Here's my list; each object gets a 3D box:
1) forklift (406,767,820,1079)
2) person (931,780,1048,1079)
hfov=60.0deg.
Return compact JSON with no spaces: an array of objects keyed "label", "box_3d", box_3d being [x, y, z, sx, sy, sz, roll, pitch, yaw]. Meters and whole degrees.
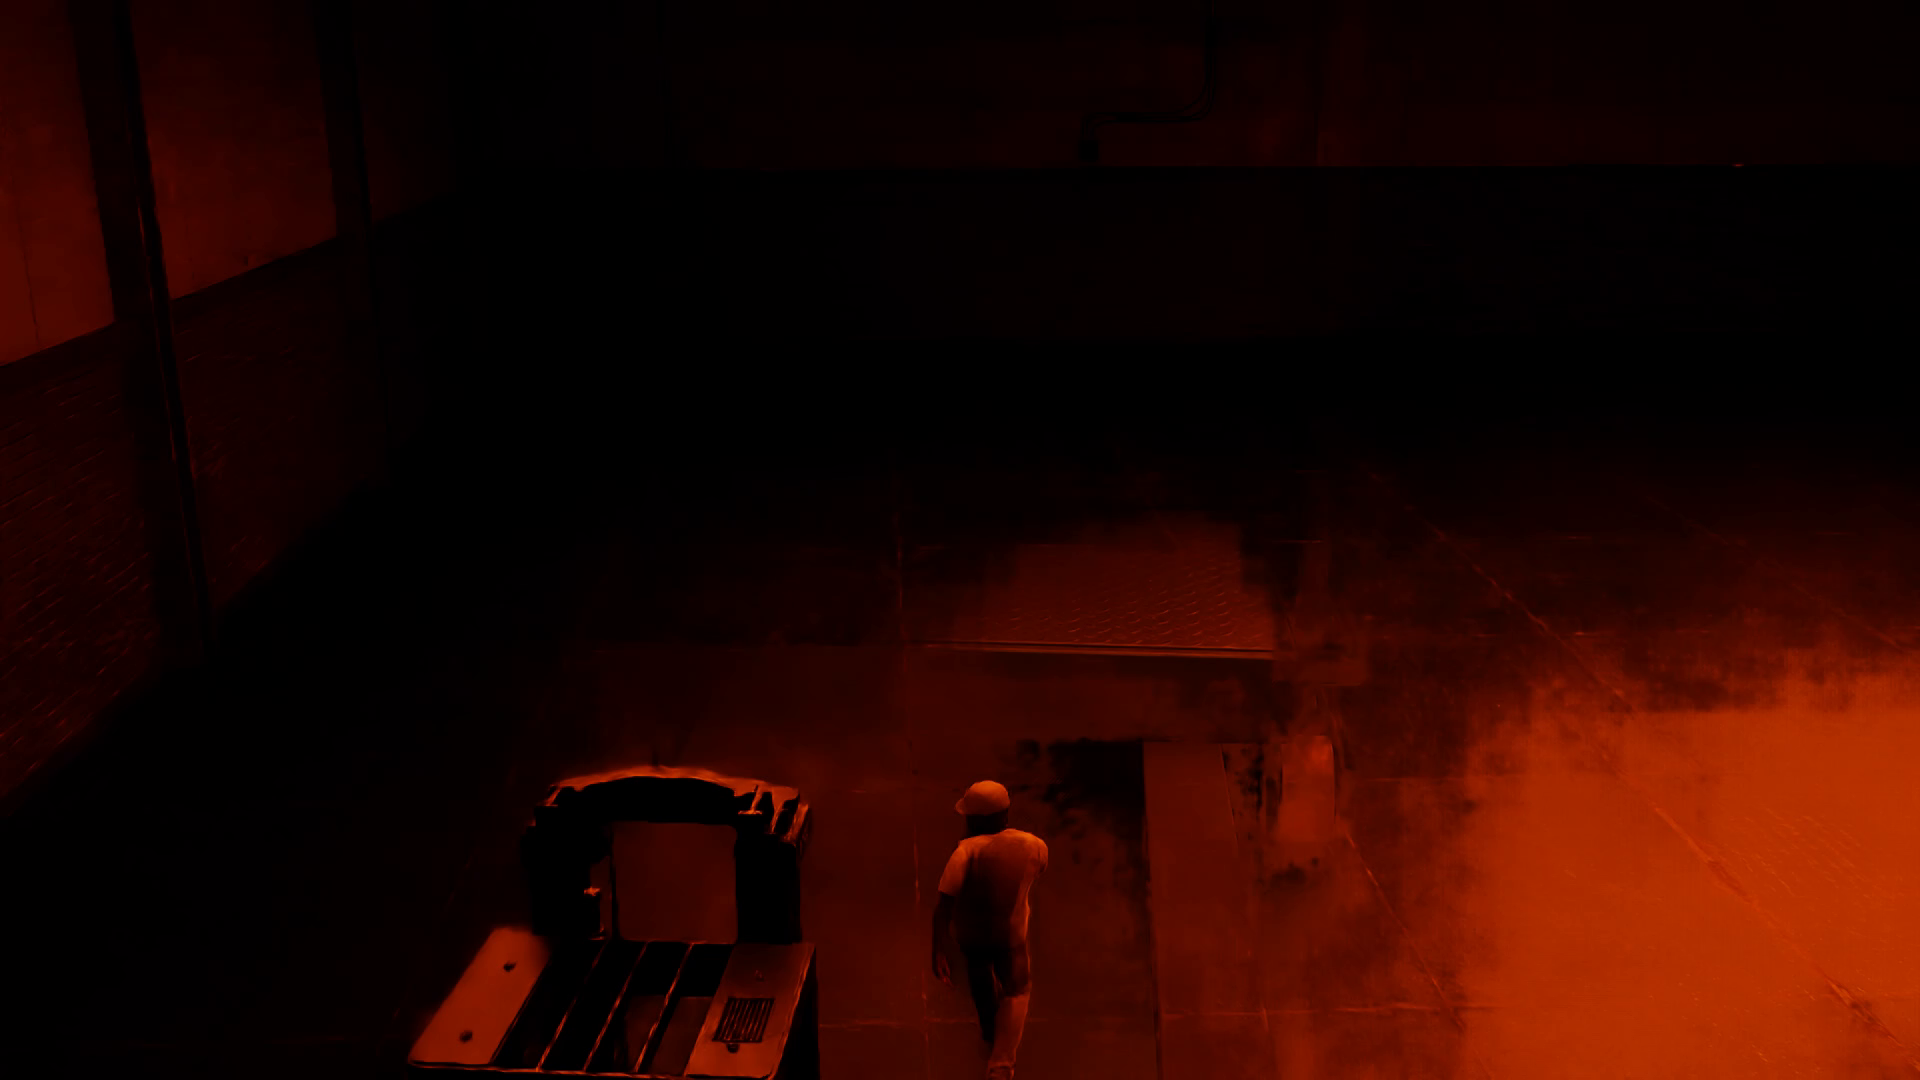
[{"label":"forklift","box_3d":[0.034,-1.061,2.376,1.130,2.935,3.031,1,17,4]},{"label":"person","box_3d":[1.230,-1.399,5.667,0.595,1.679,0.937,1,17,2]}]
